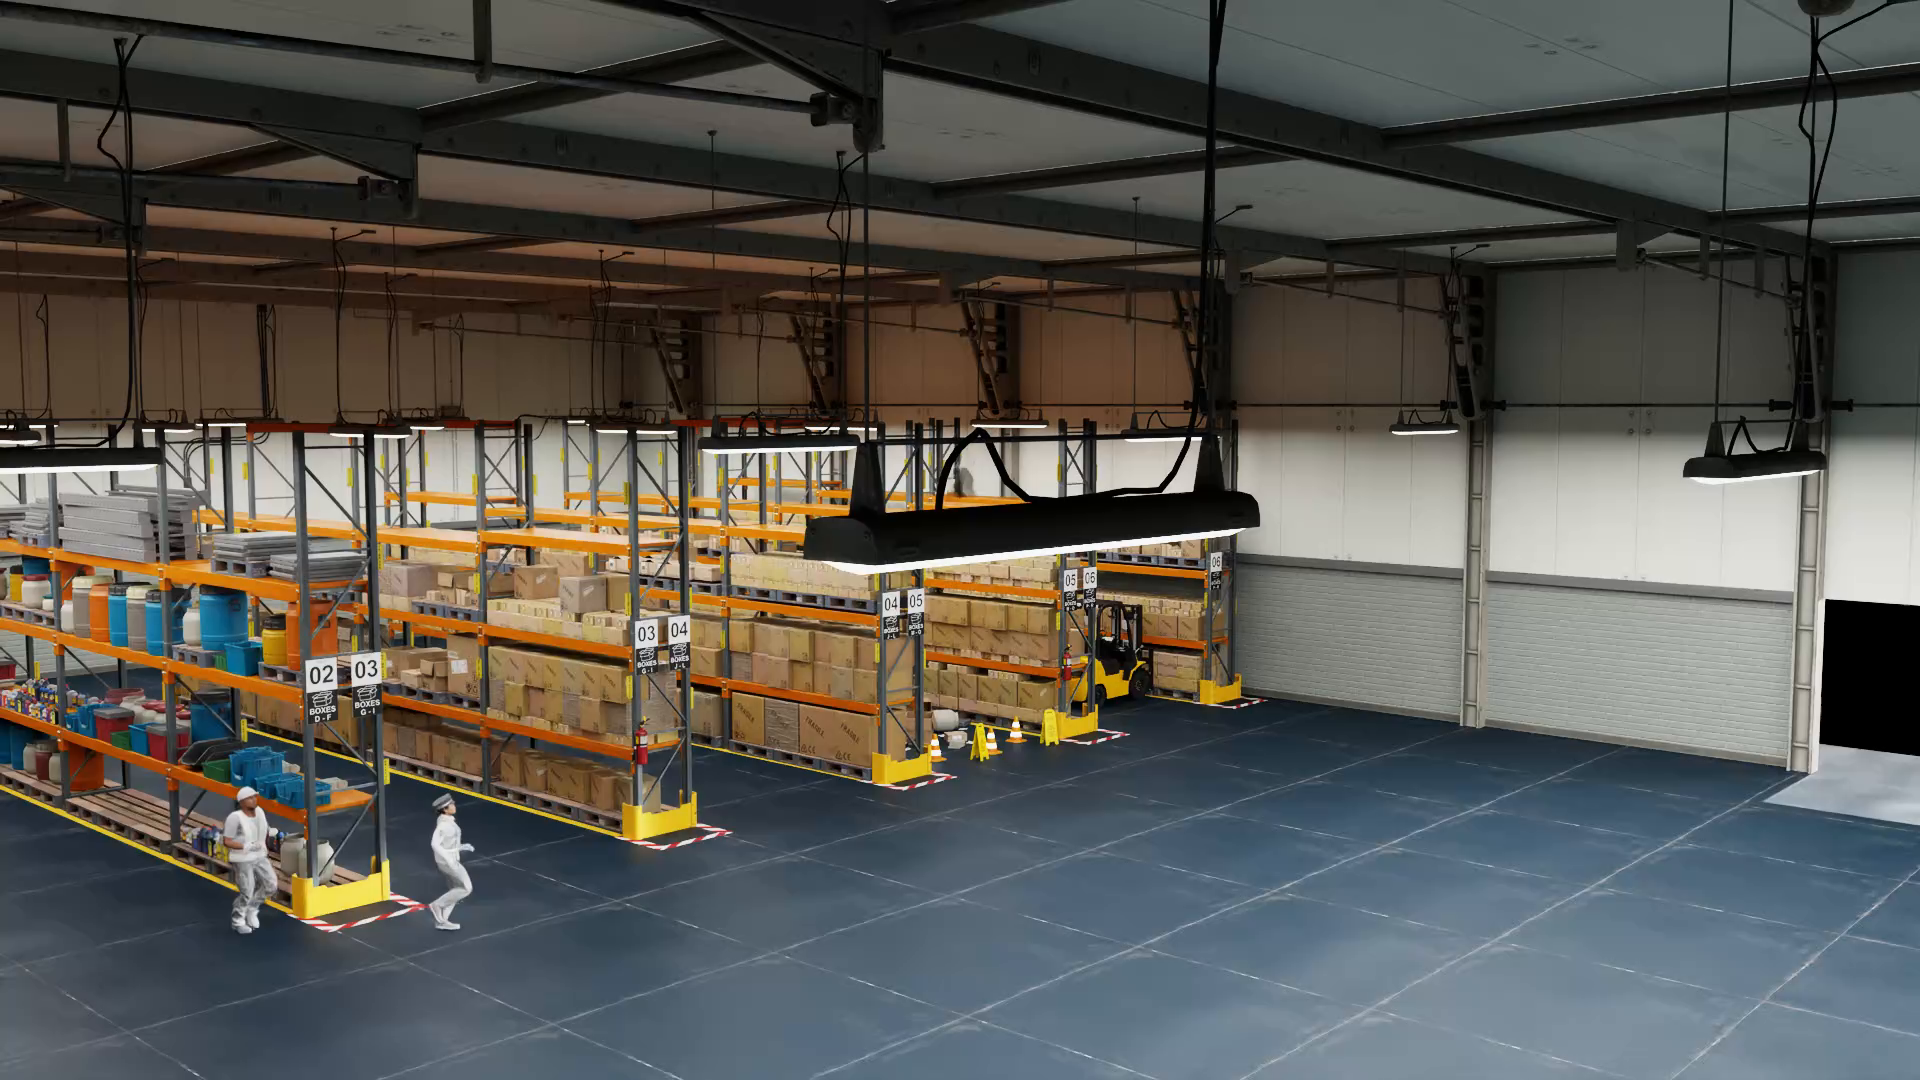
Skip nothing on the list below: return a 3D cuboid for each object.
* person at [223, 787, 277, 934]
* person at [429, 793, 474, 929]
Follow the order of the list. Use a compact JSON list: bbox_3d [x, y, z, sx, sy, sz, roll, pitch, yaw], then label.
[{"bbox_3d":[-8.454,3.823,19.900,0.587,1.753,0.682,2,5,24],"label":"person"},{"bbox_3d":[-6.136,3.872,20.052,0.547,1.661,0.611,-2,5,-20],"label":"person"}]
